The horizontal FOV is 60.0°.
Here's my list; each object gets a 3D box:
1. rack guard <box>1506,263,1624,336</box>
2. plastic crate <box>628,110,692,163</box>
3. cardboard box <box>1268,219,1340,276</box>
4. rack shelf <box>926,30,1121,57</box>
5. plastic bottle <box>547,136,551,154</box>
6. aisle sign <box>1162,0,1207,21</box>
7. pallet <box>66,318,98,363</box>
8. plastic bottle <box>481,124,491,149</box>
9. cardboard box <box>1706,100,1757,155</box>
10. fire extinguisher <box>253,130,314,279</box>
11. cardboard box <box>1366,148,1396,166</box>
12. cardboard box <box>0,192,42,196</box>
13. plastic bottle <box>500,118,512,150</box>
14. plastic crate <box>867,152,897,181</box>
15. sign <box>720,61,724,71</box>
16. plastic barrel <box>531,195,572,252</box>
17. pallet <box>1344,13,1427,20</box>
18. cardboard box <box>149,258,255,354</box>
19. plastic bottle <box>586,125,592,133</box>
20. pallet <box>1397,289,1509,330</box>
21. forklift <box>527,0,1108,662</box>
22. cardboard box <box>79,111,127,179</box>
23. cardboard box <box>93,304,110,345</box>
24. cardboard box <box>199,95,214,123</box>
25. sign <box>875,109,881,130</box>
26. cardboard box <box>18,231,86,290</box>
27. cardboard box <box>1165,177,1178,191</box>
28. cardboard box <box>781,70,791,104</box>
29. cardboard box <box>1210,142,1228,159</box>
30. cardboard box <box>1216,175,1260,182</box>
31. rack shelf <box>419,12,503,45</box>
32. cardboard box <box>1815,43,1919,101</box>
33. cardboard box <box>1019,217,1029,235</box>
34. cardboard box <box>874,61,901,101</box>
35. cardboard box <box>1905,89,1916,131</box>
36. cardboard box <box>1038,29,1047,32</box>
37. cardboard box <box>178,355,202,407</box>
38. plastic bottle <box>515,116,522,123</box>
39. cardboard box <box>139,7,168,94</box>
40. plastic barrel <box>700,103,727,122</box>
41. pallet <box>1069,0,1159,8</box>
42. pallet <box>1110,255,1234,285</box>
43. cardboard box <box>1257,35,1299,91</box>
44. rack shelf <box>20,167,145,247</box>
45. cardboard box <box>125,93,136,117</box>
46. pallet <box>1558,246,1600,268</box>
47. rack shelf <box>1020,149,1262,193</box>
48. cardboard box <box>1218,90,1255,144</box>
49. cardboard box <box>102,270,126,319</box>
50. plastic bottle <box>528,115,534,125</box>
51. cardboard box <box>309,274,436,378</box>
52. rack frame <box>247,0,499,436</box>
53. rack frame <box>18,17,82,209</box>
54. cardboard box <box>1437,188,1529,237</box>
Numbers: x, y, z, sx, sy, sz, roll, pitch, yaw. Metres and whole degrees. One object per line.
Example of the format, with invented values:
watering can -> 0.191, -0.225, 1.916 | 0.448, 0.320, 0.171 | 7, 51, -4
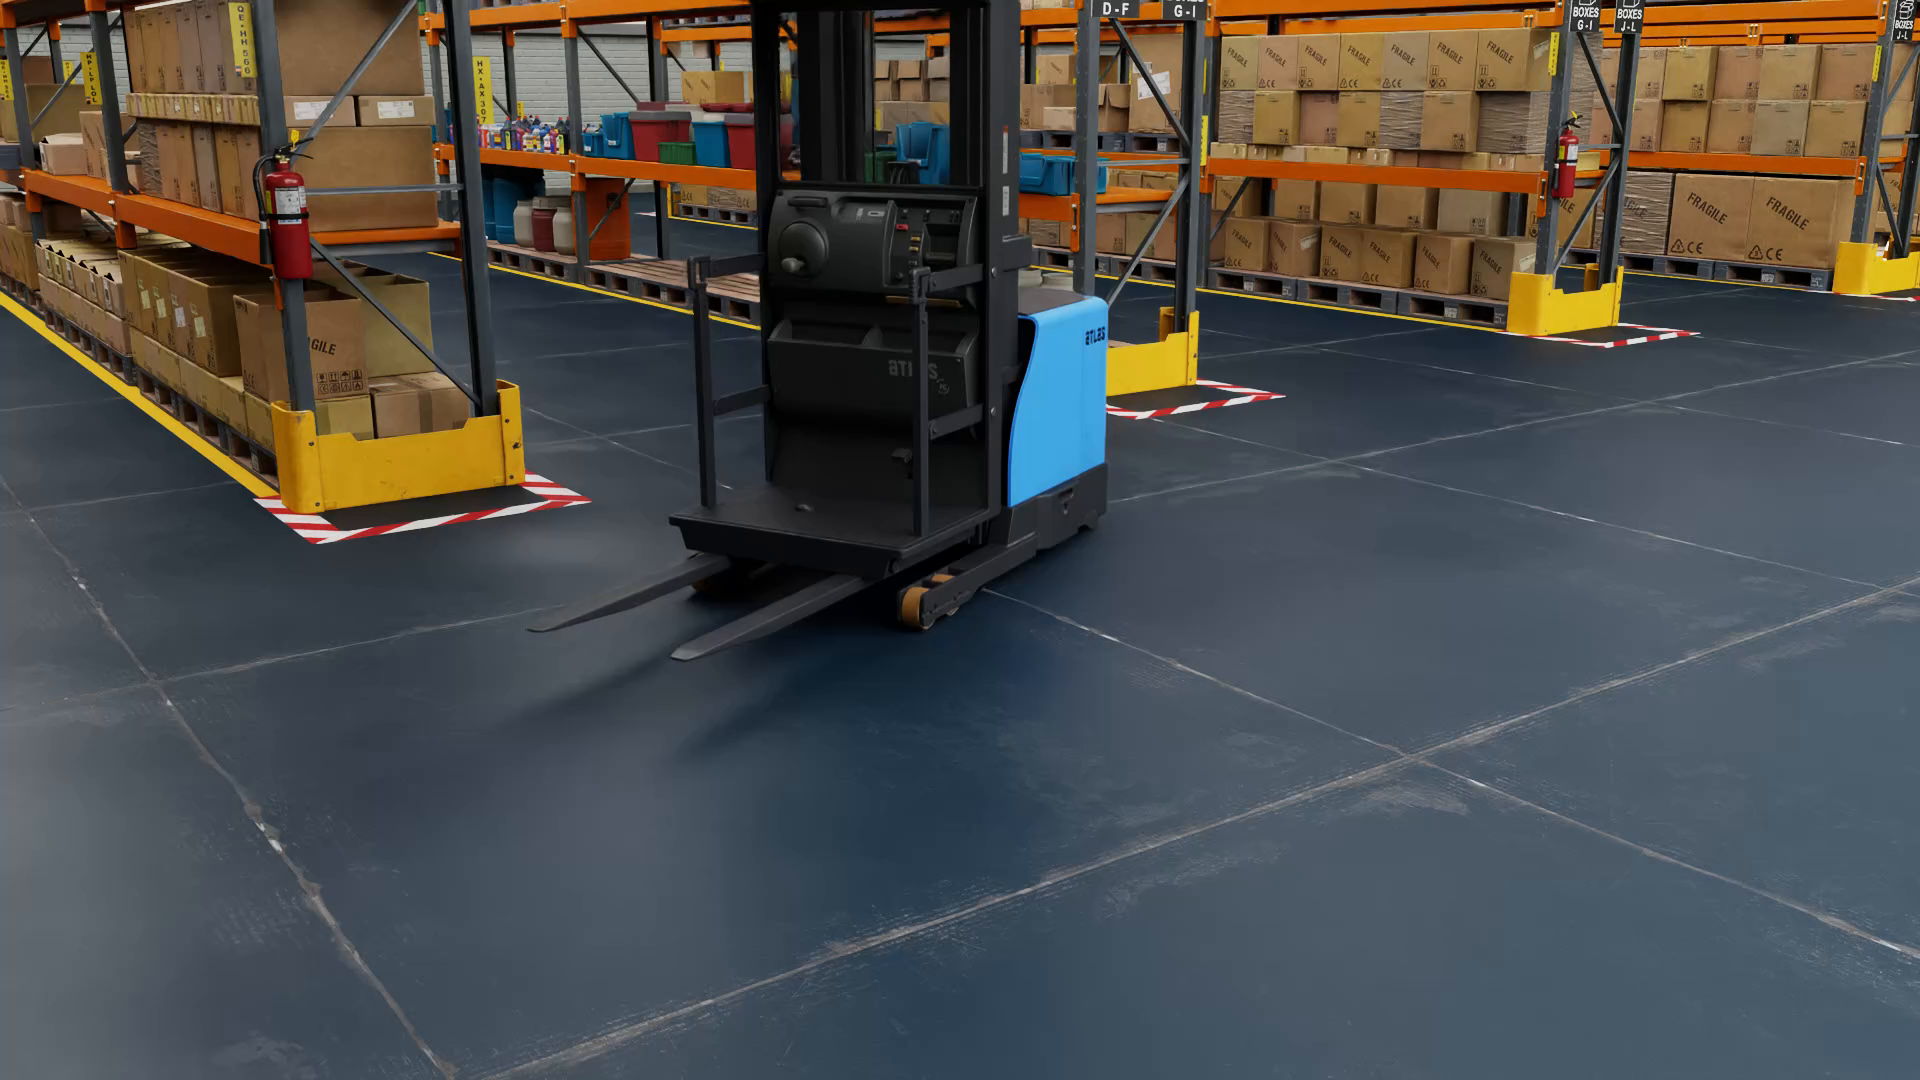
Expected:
rack guard -> 5.137, -2.046, 14.105 | 1.175, 0.500, 0.348 | -11, 19, -35
plastic crate -> -2.826, -3.813, 15.706 | 0.402, 0.464, 0.583 | -11, 19, -35
cardboard box -> 3.375, -2.874, 16.334 | 0.500, 0.500, 0.500 | -5, 16, -17
rack shelf -> 1.021, -8.073, 27.072 | 1.077, 0.370, 4.000 | -11, 19, -35
plastic bottle -> -4.301, -4.176, 17.529 | 0.097, 0.201, 0.097 | 0, 15, 0
aisle sign -> 1.454, -3.751, 10.674 | 0.394, 0.787, 0.004 | -11, 19, -35
pallet -> -6.372, -1.620, 13.095 | 1.003, 0.211, 1.213 | -11, 19, -35
plastic bottle -> -5.372, -4.614, 18.986 | 0.152, 0.276, 0.135 | -11, 19, -35
cardboard box -> 8.429, -4.382, 17.619 | 0.875, 0.550, 0.550 | -11, 19, -35
fire extinguisher -> -3.140, -1.564, 7.756 | 0.296, 0.674, 0.183 | -11, 19, -35
cardboard box -> 3.880, -3.447, 14.965 | 0.380, 0.149, 0.250 | -11, 19, -35
cardboard box -> -9.214, -3.275, 16.340 | 0.500, 0.250, 0.500 | -11, 19, -34
plastic bottle -> -5.031, -4.524, 18.517 | 0.144, 0.351, 0.185 | -11, 19, -35
plastic crate -> -0.607, -2.885, 12.837 | 0.450, 0.188, 0.662 | -11, 19, -35
sign -> -3.779, -7.406, 26.312 | 0.100, 0.325, 0.005 | -11, 19, -35
plastic barrel -> -4.494, -3.558, 18.665 | 0.600, 0.588, 0.708 | -11, 19, -35
pallet -> 5.630, -6.680, 20.978 | 1.003, 0.211, 1.213 | -10, 18, -32
cardboard box -> -4.578, -1.430, 10.111 | 0.500, 0.500, 0.500 | -11, 19, -35
plastic bottle -> -4.111, -4.482, 18.514 | 0.097, 0.271, 0.097 | 0, 15, 0
pallet -> 4.687, -2.086, 14.797 | 1.003, 0.211, 1.213 | -11, 19, -35
forklift -> -0.456, -1.207, 6.434 | 1.130, 2.935, 3.031 | 8, 17, 27
cardboard box -> -6.538, -3.100, 13.029 | 0.500, 0.500, 0.500 | -12, 19, -37
cardboard box -> -5.960, -1.581, 12.084 | 0.500, 0.250, 0.500 | -11, 19, -35
cardboard box -> -3.975, -2.388, 9.202 | 0.380, 0.149, 0.250 | -10, 18, -33
sign -> -0.726, -3.538, 14.295 | 0.100, 0.325, 0.005 | -11, 19, -35
cardboard box -> -8.278, -2.577, 15.211 | 0.500, 0.500, 0.500 | -10, 18, -32
cardboard box -> 3.324, -5.011, 24.142 | 0.500, 0.500, 0.500 | -12, 19, -37
cardboard box -> -2.361, -6.288, 23.167 | 0.500, 0.500, 0.500 | -10, 18, -33
cardboard box -> 2.712, -3.876, 16.532 | 0.380, 0.149, 0.250 | -11, 19, -35
cardboard box -> 3.935, -5.156, 23.252 | 0.500, 0.250, 0.500 | -11, 19, -36
rack shelf -> -7.057, -6.556, 21.529 | 1.077, 0.370, 4.000 | -11, 19, -35
cardboard box -> 9.066, -4.662, 16.599 | 0.875, 0.550, 0.550 | -11, 19, -35
cardboard box -> 0.888, -3.811, 19.718 | 0.700, 0.500, 0.500 | -12, 19, -37
cardboard box -> -0.720, -5.916, 21.421 | 0.797, 0.503, 0.637 | -10, 18, -33
cardboard box -> 11.791, -5.365, 20.743 | 0.500, 0.500, 0.500 | -11, 19, -34
cardboard box -> 1.406, -8.092, 26.062 | 0.500, 0.250, 0.500 | -11, 19, -35
cardboard box -> -4.280, -0.962, 9.823 | 0.500, 0.250, 0.500 | -11, 19, -35
plastic bottle -> -5.192, -4.838, 19.663 | 0.144, 0.351, 0.185 | -11, 19, -35
cardboard box -> -4.622, -3.025, 10.301 | 0.700, 0.500, 0.500 | -11, 19, -35
plastic barrel -> -2.248, -3.874, 15.791 | 0.433, 0.535, 0.433 | 0, 15, 0
pallet -> 1.940, -5.815, 17.815 | 1.213, 0.211, 1.003 | -11, 19, -35
pallet -> 2.370, -2.911, 17.812 | 1.003, 0.211, 1.213 | -11, 19, -35
cardboard box -> 3.184, -4.522, 15.768 | 0.500, 0.500, 0.500 | -11, 19, -35
rack shelf -> -6.362, -2.633, 12.877 | 1.077, 0.370, 4.000 | -11, 19, -35
cardboard box -> -5.185, -2.827, 10.803 | 0.380, 0.149, 0.250 | -11, 19, -35
pallet -> 7.285, -3.319, 19.301 | 1.003, 0.211, 1.213 | -11, 19, -35
rack shelf -> 1.653, -4.170, 18.492 | 1.077, 0.370, 4.000 | -11, 19, -35
cardboard box -> 3.044, -4.176, 16.398 | 0.875, 0.500, 0.500 | -11, 19, -35
cardboard box -> -5.656, -1.742, 11.609 | 0.500, 0.311, 0.500 | -11, 19, -35
plastic bottle -> -5.076, -4.860, 19.744 | 0.144, 0.351, 0.185 | -11, 19, -35
cardboard box -> -3.265, -1.192, 9.243 | 0.500, 0.500, 0.500 | -11, 19, -35
rack frame -> -2.834, -1.699, 8.101 | 1.000, 3.000, 0.127 | -11, 19, -35
rack frame -> -9.890, -4.261, 17.463 | 1.000, 3.000, 0.127 | -11, 19, -35
cardboard box -> 6.463, -4.074, 20.246 | 1.050, 0.750, 0.750 | -11, 19, -35
